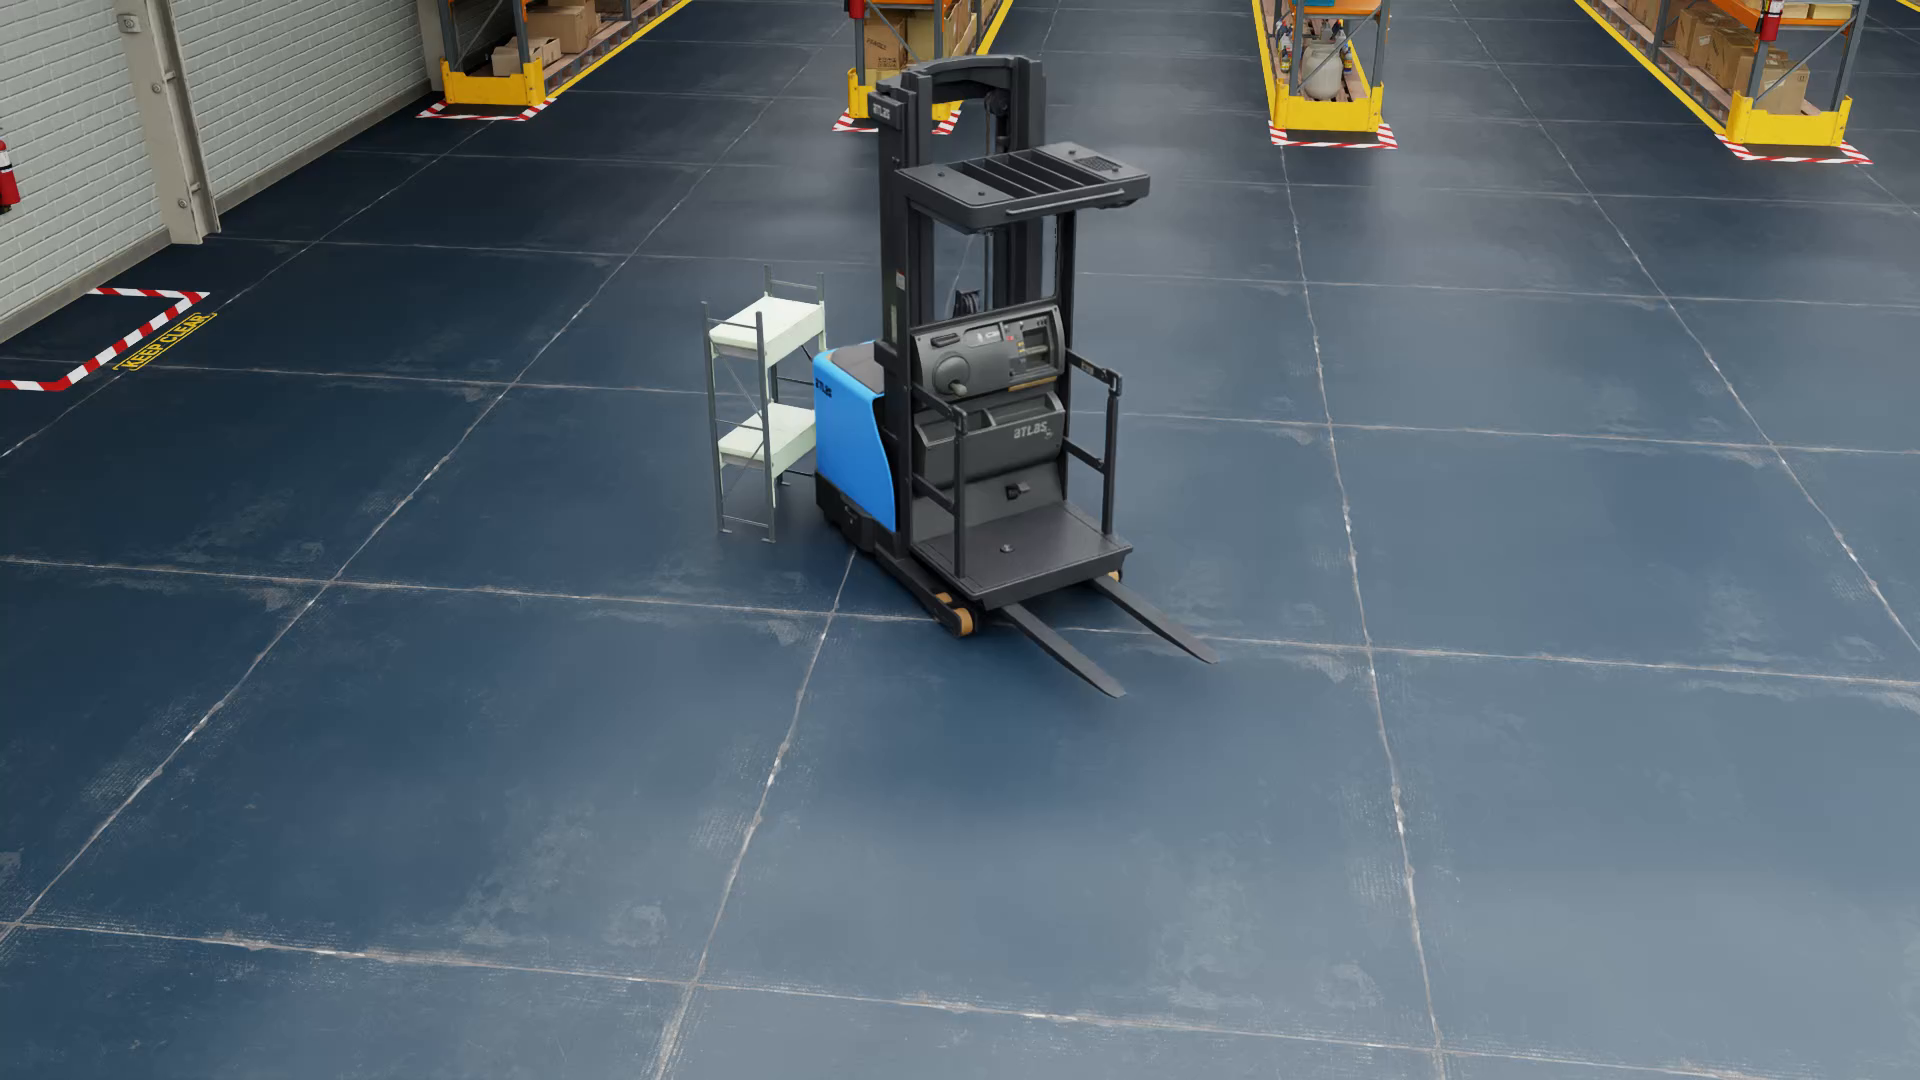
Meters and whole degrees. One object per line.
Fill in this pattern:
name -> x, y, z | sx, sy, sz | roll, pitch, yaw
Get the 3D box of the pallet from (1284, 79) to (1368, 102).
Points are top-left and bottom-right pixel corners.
pallet -> 4.284, -5.206, 19.690 | 1.003, 0.211, 1.213 | 3, 28, 6

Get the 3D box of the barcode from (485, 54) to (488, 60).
barcode -> -5.837, -5.955, 20.502 | 0.001, 0.075, 0.075 | 3, 28, 6

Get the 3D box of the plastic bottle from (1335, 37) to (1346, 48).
plastic bottle -> 4.827, -6.252, 21.099 | 0.152, 0.276, 0.135 | 4, 29, 7

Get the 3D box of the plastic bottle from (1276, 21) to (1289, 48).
plastic bottle -> 4.196, -6.567, 21.606 | 0.144, 0.351, 0.185 | 4, 29, 8

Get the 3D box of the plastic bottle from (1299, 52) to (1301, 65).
plastic bottle -> 4.207, -6.048, 20.801 | 0.097, 0.201, 0.097 | 0, 28, 0

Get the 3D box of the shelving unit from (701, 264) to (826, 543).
shelving unit -> -1.168, -0.840, 10.228 | 0.431, 1.500, 0.755 | 12, 31, 21

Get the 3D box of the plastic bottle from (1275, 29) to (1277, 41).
plastic bottle -> 4.220, -6.685, 21.983 | 0.097, 0.201, 0.097 | 0, 28, 0

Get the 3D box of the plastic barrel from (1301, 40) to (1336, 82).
plastic barrel -> 4.282, -5.653, 19.760 | 0.421, 0.512, 0.421 | 0, 28, 0

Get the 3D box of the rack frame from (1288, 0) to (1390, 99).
rack frame -> 4.216, -6.013, 18.248 | 1.000, 3.000, 0.127 | 3, 28, 6

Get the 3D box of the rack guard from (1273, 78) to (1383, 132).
rack guard -> 4.179, -4.951, 18.912 | 1.175, 0.500, 0.348 | 3, 28, 6

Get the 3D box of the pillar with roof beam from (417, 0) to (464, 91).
pillar with roof beam -> -2.116, -9.359, 18.134 | 9.100, 9.000, 0.400 | 3, 28, 6

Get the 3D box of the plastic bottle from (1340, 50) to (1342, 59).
plastic bottle -> 4.814, -6.065, 20.831 | 0.097, 0.201, 0.097 | 0, 28, 0

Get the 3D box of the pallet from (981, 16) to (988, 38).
pallet -> -0.158, -7.307, 23.590 | 1.003, 0.211, 1.213 | 3, 28, 6

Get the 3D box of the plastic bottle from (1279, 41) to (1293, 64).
plastic bottle -> 4.081, -6.080, 20.780 | 0.152, 0.276, 0.135 | 3, 28, 5

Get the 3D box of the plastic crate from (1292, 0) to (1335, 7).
plastic crate -> 3.981, -6.200, 18.753 | 0.499, 0.251, 0.616 | 3, 28, 6

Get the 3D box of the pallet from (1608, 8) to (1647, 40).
pallet -> 9.863, -7.323, 23.620 | 1.003, 0.211, 1.213 | 3, 28, 6

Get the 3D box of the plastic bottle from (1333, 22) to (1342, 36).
plastic bottle -> 4.890, -6.513, 21.506 | 0.144, 0.351, 0.185 | 2, 28, 4

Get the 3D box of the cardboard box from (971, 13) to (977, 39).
cardboard box -> -0.049, -6.929, 22.404 | 0.500, 0.250, 0.500 | 3, 28, 6

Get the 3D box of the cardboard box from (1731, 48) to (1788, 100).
cardboard box -> 9.264, -5.386, 19.277 | 0.500, 0.500, 0.500 | 11, 30, 19

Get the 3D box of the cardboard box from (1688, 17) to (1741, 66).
cardboard box -> 9.471, -6.236, 20.856 | 0.500, 0.500, 0.500 | 13, 31, 22

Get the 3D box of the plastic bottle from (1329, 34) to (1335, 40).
plastic bottle -> 4.746, -6.325, 21.228 | 0.061, 0.283, 0.133 | 3, 28, 6

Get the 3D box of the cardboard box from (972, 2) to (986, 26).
cardboard box -> 0.086, -7.335, 23.159 | 0.500, 0.250, 0.500 | 3, 28, 5

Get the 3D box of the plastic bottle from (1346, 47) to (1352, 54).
plastic bottle -> 4.794, -5.951, 20.534 | 0.061, 0.283, 0.133 | 4, 29, 7

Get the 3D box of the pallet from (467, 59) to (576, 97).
pallet -> -5.472, -5.777, 20.751 | 1.003, 0.211, 1.213 | 3, 28, 6

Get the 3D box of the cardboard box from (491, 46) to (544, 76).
cardboard box -> -5.442, -5.919, 20.445 | 0.500, 0.311, 0.500 | 0, 28, 0

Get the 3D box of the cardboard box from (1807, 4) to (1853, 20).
cardboard box -> 9.403, -5.735, 17.997 | 0.380, 0.149, 0.250 | 3, 28, 6

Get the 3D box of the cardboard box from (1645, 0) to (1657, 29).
cardboard box -> 9.796, -7.212, 22.646 | 0.700, 0.500, 0.500 | 3, 28, 6

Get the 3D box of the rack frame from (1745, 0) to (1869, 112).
rack frame -> 9.132, -5.725, 17.714 | 1.000, 3.000, 0.127 | 3, 28, 6

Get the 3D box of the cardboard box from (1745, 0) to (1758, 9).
cardboard box -> 8.973, -5.999, 18.487 | 0.380, 0.149, 0.250 | 3, 28, 6

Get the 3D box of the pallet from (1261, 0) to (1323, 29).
pallet -> 4.911, -7.616, 24.164 | 1.003, 0.211, 1.213 | 3, 28, 6

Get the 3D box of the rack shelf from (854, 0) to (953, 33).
rack shelf -> -0.454, -6.927, 20.704 | 1.077, 0.370, 4.000 | 3, 28, 6

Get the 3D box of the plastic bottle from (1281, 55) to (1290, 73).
plastic bottle -> 4.006, -5.864, 20.459 | 0.097, 0.201, 0.097 | 0, 28, 0

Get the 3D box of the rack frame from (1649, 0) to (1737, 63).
rack frame -> 9.622, -7.608, 21.209 | 1.000, 3.000, 0.127 | 3, 28, 6

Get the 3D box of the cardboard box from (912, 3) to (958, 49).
cardboard box -> -0.305, -6.318, 20.480 | 0.500, 0.500, 0.500 | 3, 28, 6

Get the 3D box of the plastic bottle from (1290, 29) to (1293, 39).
plastic bottle -> 4.298, -6.457, 21.486 | 0.097, 0.271, 0.097 | 0, 28, 0

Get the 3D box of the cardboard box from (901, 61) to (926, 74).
cardboard box -> -0.413, -5.516, 19.783 | 0.500, 0.250, 0.500 | 3, 28, 6

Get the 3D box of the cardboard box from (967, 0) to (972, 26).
cardboard box -> -0.122, -7.024, 21.791 | 0.500, 0.500, 0.500 | 3, 28, 6

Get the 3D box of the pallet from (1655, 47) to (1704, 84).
pallet -> 9.575, -6.062, 21.280 | 1.003, 0.211, 1.213 | 3, 28, 6

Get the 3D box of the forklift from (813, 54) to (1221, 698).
forklift -> 0.283, -1.001, 9.017 | 1.130, 2.935, 3.031 | -16, 32, -27

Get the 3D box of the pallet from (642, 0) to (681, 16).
pallet -> -4.885, -8.186, 25.222 | 1.003, 0.211, 1.213 | 3, 28, 6

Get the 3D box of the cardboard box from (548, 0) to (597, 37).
cardboard box -> -5.214, -7.074, 22.389 | 0.500, 0.500, 0.500 | 1, 28, 2

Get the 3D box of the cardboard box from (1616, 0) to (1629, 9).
cardboard box -> 9.995, -8.005, 24.119 | 0.700, 0.500, 0.500 | 1, 28, 2

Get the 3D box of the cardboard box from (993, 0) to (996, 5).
cardboard box -> 0.274, -8.059, 24.503 | 0.500, 0.250, 0.500 | 4, 29, 7

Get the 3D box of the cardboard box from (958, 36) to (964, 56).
cardboard box -> -0.227, -6.222, 21.093 | 0.500, 0.250, 0.500 | 3, 28, 6

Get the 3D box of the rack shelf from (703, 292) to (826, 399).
rack shelf -> -1.168, -1.184, 10.043 | 0.431, 0.370, 0.720 | 12, 31, 21

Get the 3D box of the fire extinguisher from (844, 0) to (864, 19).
fire extinguisher -> -1.175, -6.240, 18.751 | 0.296, 0.674, 0.183 | 3, 28, 6
